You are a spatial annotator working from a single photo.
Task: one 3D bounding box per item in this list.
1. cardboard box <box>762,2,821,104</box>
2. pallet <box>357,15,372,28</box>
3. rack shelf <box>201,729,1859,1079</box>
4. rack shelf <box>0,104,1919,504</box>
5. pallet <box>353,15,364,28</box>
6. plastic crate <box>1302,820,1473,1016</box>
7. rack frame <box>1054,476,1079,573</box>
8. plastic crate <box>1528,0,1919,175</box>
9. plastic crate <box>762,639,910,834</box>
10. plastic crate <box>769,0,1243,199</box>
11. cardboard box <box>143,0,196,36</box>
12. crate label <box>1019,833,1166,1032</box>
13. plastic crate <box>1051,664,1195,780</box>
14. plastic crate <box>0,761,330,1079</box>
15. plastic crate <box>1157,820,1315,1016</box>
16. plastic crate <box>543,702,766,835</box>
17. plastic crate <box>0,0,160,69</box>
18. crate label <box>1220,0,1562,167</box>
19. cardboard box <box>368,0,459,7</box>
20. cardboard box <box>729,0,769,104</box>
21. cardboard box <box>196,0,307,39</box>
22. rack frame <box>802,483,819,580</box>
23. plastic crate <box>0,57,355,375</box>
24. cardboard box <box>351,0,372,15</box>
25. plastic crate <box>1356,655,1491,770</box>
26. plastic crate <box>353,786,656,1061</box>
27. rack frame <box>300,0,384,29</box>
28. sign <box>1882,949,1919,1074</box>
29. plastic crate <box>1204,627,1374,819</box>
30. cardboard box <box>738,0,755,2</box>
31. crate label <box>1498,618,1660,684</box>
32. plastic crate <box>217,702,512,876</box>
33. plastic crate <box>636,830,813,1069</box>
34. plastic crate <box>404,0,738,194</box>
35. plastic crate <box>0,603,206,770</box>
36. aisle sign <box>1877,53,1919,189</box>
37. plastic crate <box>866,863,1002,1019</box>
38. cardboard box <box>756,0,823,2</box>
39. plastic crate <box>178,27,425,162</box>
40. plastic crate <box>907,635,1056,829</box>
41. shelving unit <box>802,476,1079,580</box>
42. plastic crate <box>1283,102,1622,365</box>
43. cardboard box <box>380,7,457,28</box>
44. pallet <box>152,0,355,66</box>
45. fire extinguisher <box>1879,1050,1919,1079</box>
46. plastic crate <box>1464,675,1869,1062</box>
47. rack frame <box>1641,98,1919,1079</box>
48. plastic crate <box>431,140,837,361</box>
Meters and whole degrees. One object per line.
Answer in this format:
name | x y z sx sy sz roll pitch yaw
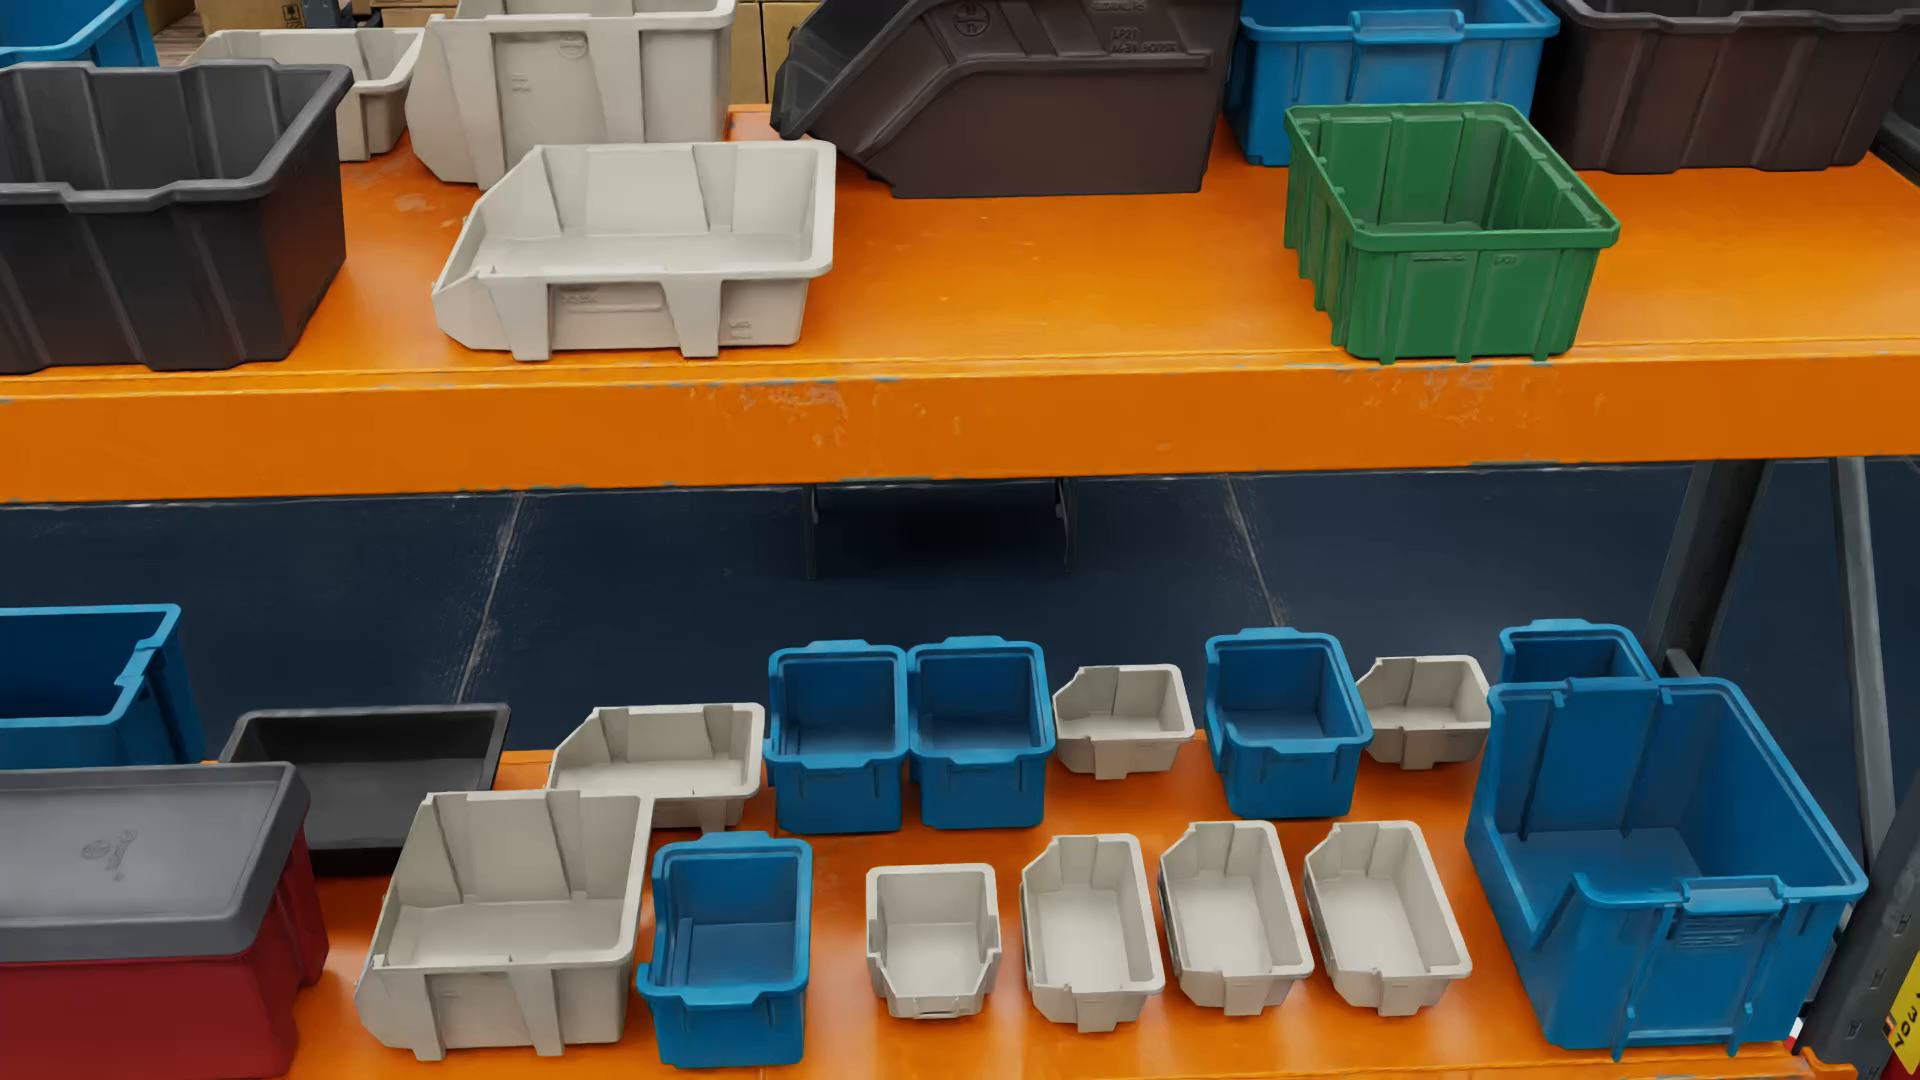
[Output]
cardboard box | -0.568 -2.122 7.093 0.500 0.500 0.500 -2 35 -3
pallet | -3.615 -3.785 12.034 1.213 0.211 1.003 -2 35 -2
rack shelf | -0.381 0.878 3.478 4.000 0.370 1.077 -2 35 -2
rack shelf | -0.381 -0.356 2.624 4.000 0.370 1.077 -2 35 -2
pallet | -4.836 -3.751 11.984 1.213 0.211 1.003 -2 35 -2
plastic crate | 0.811 0.737 3.229 0.243 0.136 0.396 -2 35 -2
rack frame | 0.423 -0.628 6.340 0.032 1.500 0.500 -2 35 -2
plastic crate | 1.219 -0.800 2.749 0.590 0.269 0.497 -2 35 -2
plastic crate | -0.260 0.435 3.579 0.300 0.233 0.416 -2 35 -2
plastic crate | 0.078 -0.795 2.681 0.767 0.338 0.504 -2 35 -2
cardboard box | -3.777 -2.453 7.202 0.500 0.500 0.700 4 35 5
crate label | 0.244 0.758 3.198 0.243 0.136 0.396 -2 35 -2
plastic crate | 0.353 0.411 3.699 0.298 0.136 0.250 -2 35 -2
plastic crate | -1.475 0.703 2.989 0.583 0.464 0.402 -2 35 -2
plastic crate | 0.521 0.736 3.229 0.243 0.136 0.396 -2 35 -2
plastic crate | -0.653 0.502 3.568 0.466 0.136 0.293 -2 35 -2
plastic crate | -1.484 -0.735 2.687 0.300 0.233 0.416 -2 35 -2
crate label | 0.680 -0.803 2.769 0.502 0.251 0.408 -2 35 -2
cardboard box | -2.125 -2.485 6.738 0.500 0.500 0.500 -1 35 -1
cardboard box | -1.076 -2.108 7.072 0.500 0.500 0.500 -2 35 -2
cardboard box | -3.093 -2.508 7.281 0.500 0.500 0.700 -13 37 -18
rack frame | -0.593 -0.601 6.300 0.032 1.500 0.500 -2 35 -2
plastic crate | -1.125 -0.421 2.202 0.590 0.269 0.497 -2 35 -2
cardboard box | -4.378 -4.167 11.656 0.750 0.750 0.750 -1 35 -1
plastic crate | 1.030 0.393 3.725 0.298 0.136 0.250 -2 35 -2
plastic crate | -0.845 0.724 3.120 0.530 0.282 0.437 -2 35 -2
rack frame | -2.609 -2.180 7.264 0.127 3.000 1.000 -2 35 -2
sign | 1.659 0.773 2.853 0.005 0.325 0.100 -2 35 -2
plastic crate | 0.697 0.410 3.617 0.300 0.233 0.416 -2 35 -2
cardboard box | -1.096 -2.513 6.778 0.500 0.500 0.500 -3 35 -4
crate label | 1.355 0.392 3.642 0.303 0.233 0.416 -2 35 -2
plastic crate | -1.273 0.541 3.521 0.590 0.125 0.437 -2 35 -2
plastic crate | -0.422 0.773 3.091 0.300 0.233 0.416 -2 35 -2
plastic crate | -0.611 -0.772 2.698 0.530 0.282 0.437 -2 35 -2
plastic crate | -1.928 0.411 3.481 0.575 0.384 0.392 -2 35 -2
aisle sign | 1.675 -0.712 2.858 0.004 0.787 0.394 -2 35 -2
plastic crate | -0.051 0.776 3.171 0.250 0.136 0.298 -2 35 -2
cardboard box | -0.581 -2.527 6.799 0.500 0.500 0.500 -1 35 -1
plastic crate | -1.126 -0.740 2.779 0.466 0.136 0.293 -2 35 -2
plastic crate | 0.040 0.427 3.591 0.300 0.233 0.416 -2 35 -2
shelving unit | -0.085 -0.614 6.320 1.048 1.500 0.538 -2 35 -2
plastic crate | 0.645 -0.429 2.285 0.336 0.188 0.450 -2 35 -2
cardboard box | -2.087 -2.080 7.032 0.500 0.500 0.500 -1 35 -1
pallet | -3.413 -2.141 7.377 1.213 0.211 1.003 -2 35 -2
fire extinguisher | 1.789 0.968 3.112 0.183 0.674 0.296 -2 35 -2
plastic crate | 1.291 0.604 3.157 0.499 0.435 0.616 -2 35 -2
rack frame | 1.617 0.528 3.351 0.127 3.000 1.000 -2 35 -2
plastic crate | -0.435 -0.400 2.288 0.530 0.136 0.437 -2 35 -2
